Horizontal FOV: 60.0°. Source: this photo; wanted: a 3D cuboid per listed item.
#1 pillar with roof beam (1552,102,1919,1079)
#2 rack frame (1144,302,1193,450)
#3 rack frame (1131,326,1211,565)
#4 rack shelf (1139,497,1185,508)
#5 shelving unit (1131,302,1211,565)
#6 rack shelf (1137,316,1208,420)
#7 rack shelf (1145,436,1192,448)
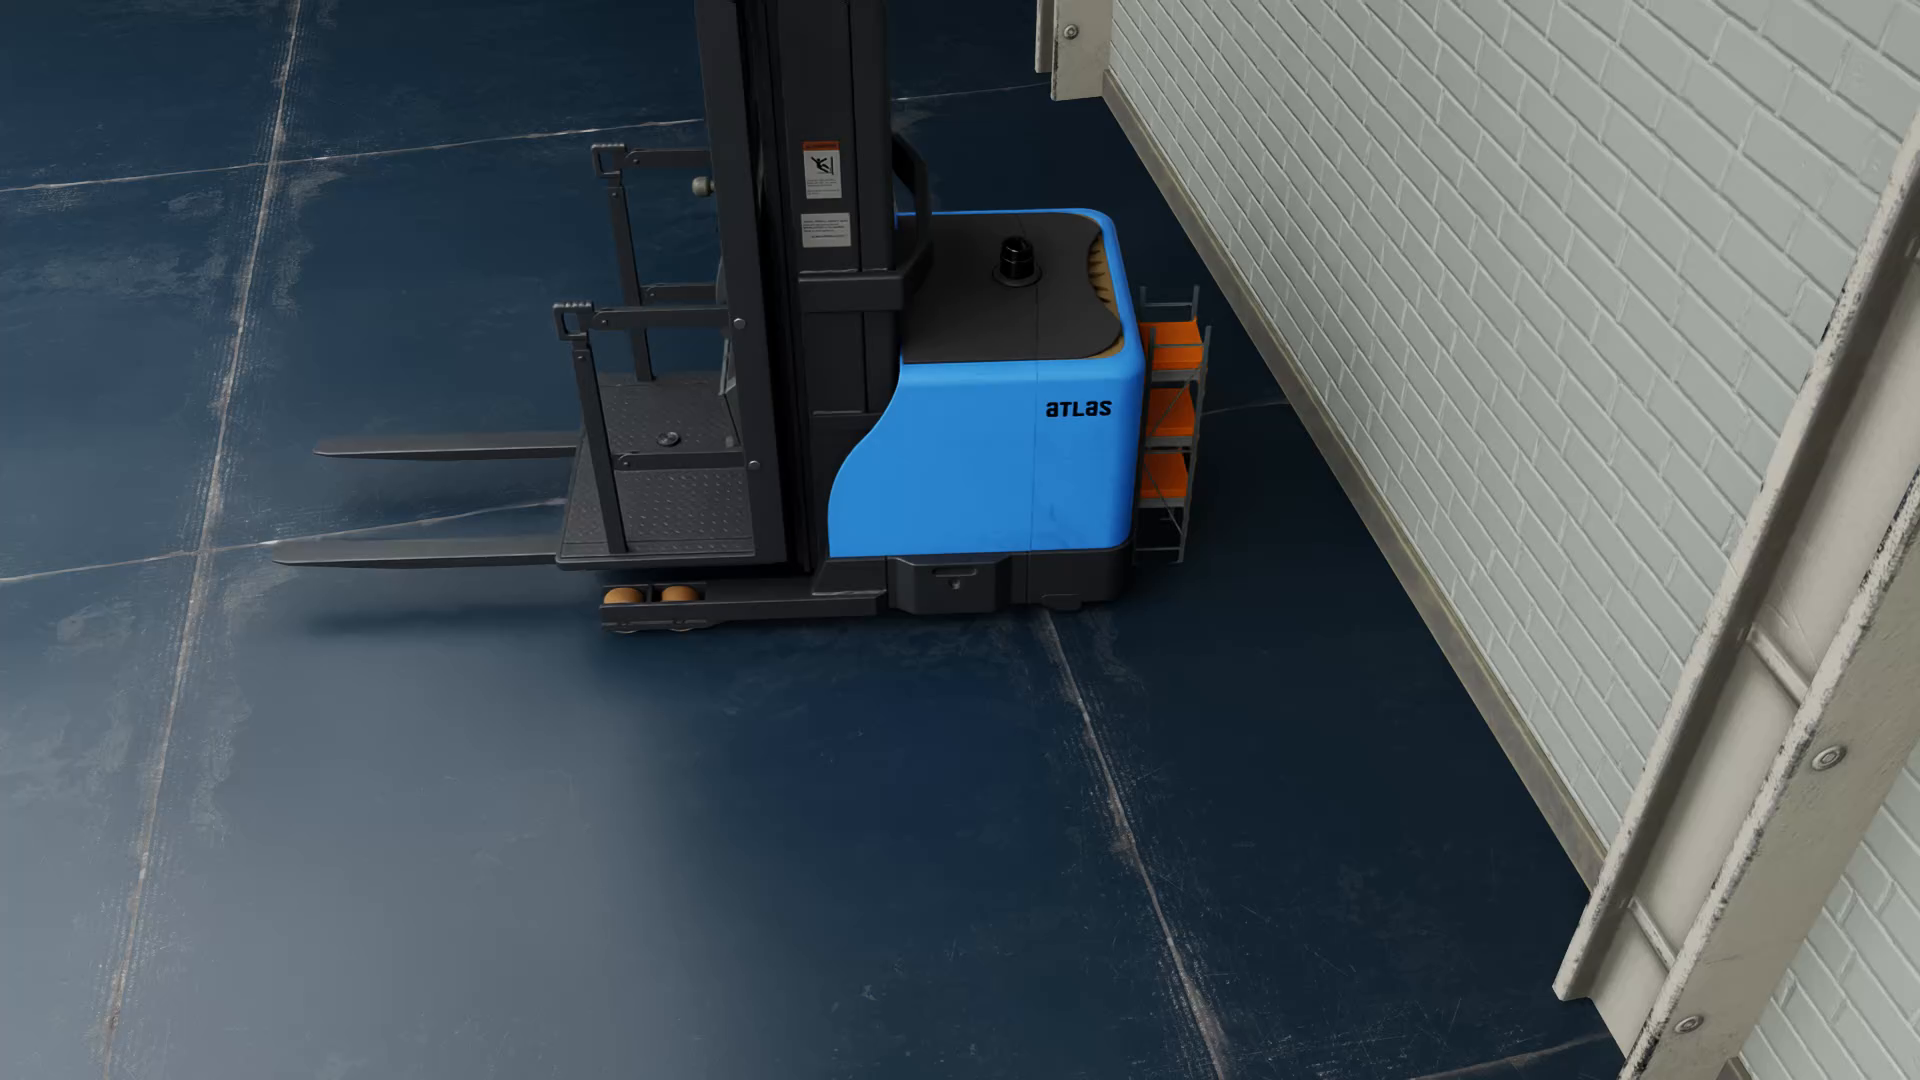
[{"bbox_3d":[-2.303,-1.358,1.002,9.100,9.000,0.400,-8,42,-9],"label":"pillar with roof beam"},{"bbox_3d":[0.712,-0.468,5.986,0.190,0.915,0.003,-2,42,-2],"label":"rack frame"},{"bbox_3d":[0.725,-0.306,5.804,0.200,1.050,0.008,-2,42,-2],"label":"rack frame"},{"bbox_3d":[0.719,-0.209,6.053,0.166,0.050,0.221,-2,42,-2],"label":"rack shelf"},{"bbox_3d":[0.719,-0.386,5.894,0.215,1.050,0.249,-2,42,-2],"label":"shelving unit"},{"bbox_3d":[0.719,-0.591,5.714,0.215,0.259,0.240,-2,42,-2],"label":"rack shelf"},{"bbox_3d":[0.719,-0.416,5.869,0.166,0.050,0.221,-2,42,-2],"label":"rack shelf"}]
